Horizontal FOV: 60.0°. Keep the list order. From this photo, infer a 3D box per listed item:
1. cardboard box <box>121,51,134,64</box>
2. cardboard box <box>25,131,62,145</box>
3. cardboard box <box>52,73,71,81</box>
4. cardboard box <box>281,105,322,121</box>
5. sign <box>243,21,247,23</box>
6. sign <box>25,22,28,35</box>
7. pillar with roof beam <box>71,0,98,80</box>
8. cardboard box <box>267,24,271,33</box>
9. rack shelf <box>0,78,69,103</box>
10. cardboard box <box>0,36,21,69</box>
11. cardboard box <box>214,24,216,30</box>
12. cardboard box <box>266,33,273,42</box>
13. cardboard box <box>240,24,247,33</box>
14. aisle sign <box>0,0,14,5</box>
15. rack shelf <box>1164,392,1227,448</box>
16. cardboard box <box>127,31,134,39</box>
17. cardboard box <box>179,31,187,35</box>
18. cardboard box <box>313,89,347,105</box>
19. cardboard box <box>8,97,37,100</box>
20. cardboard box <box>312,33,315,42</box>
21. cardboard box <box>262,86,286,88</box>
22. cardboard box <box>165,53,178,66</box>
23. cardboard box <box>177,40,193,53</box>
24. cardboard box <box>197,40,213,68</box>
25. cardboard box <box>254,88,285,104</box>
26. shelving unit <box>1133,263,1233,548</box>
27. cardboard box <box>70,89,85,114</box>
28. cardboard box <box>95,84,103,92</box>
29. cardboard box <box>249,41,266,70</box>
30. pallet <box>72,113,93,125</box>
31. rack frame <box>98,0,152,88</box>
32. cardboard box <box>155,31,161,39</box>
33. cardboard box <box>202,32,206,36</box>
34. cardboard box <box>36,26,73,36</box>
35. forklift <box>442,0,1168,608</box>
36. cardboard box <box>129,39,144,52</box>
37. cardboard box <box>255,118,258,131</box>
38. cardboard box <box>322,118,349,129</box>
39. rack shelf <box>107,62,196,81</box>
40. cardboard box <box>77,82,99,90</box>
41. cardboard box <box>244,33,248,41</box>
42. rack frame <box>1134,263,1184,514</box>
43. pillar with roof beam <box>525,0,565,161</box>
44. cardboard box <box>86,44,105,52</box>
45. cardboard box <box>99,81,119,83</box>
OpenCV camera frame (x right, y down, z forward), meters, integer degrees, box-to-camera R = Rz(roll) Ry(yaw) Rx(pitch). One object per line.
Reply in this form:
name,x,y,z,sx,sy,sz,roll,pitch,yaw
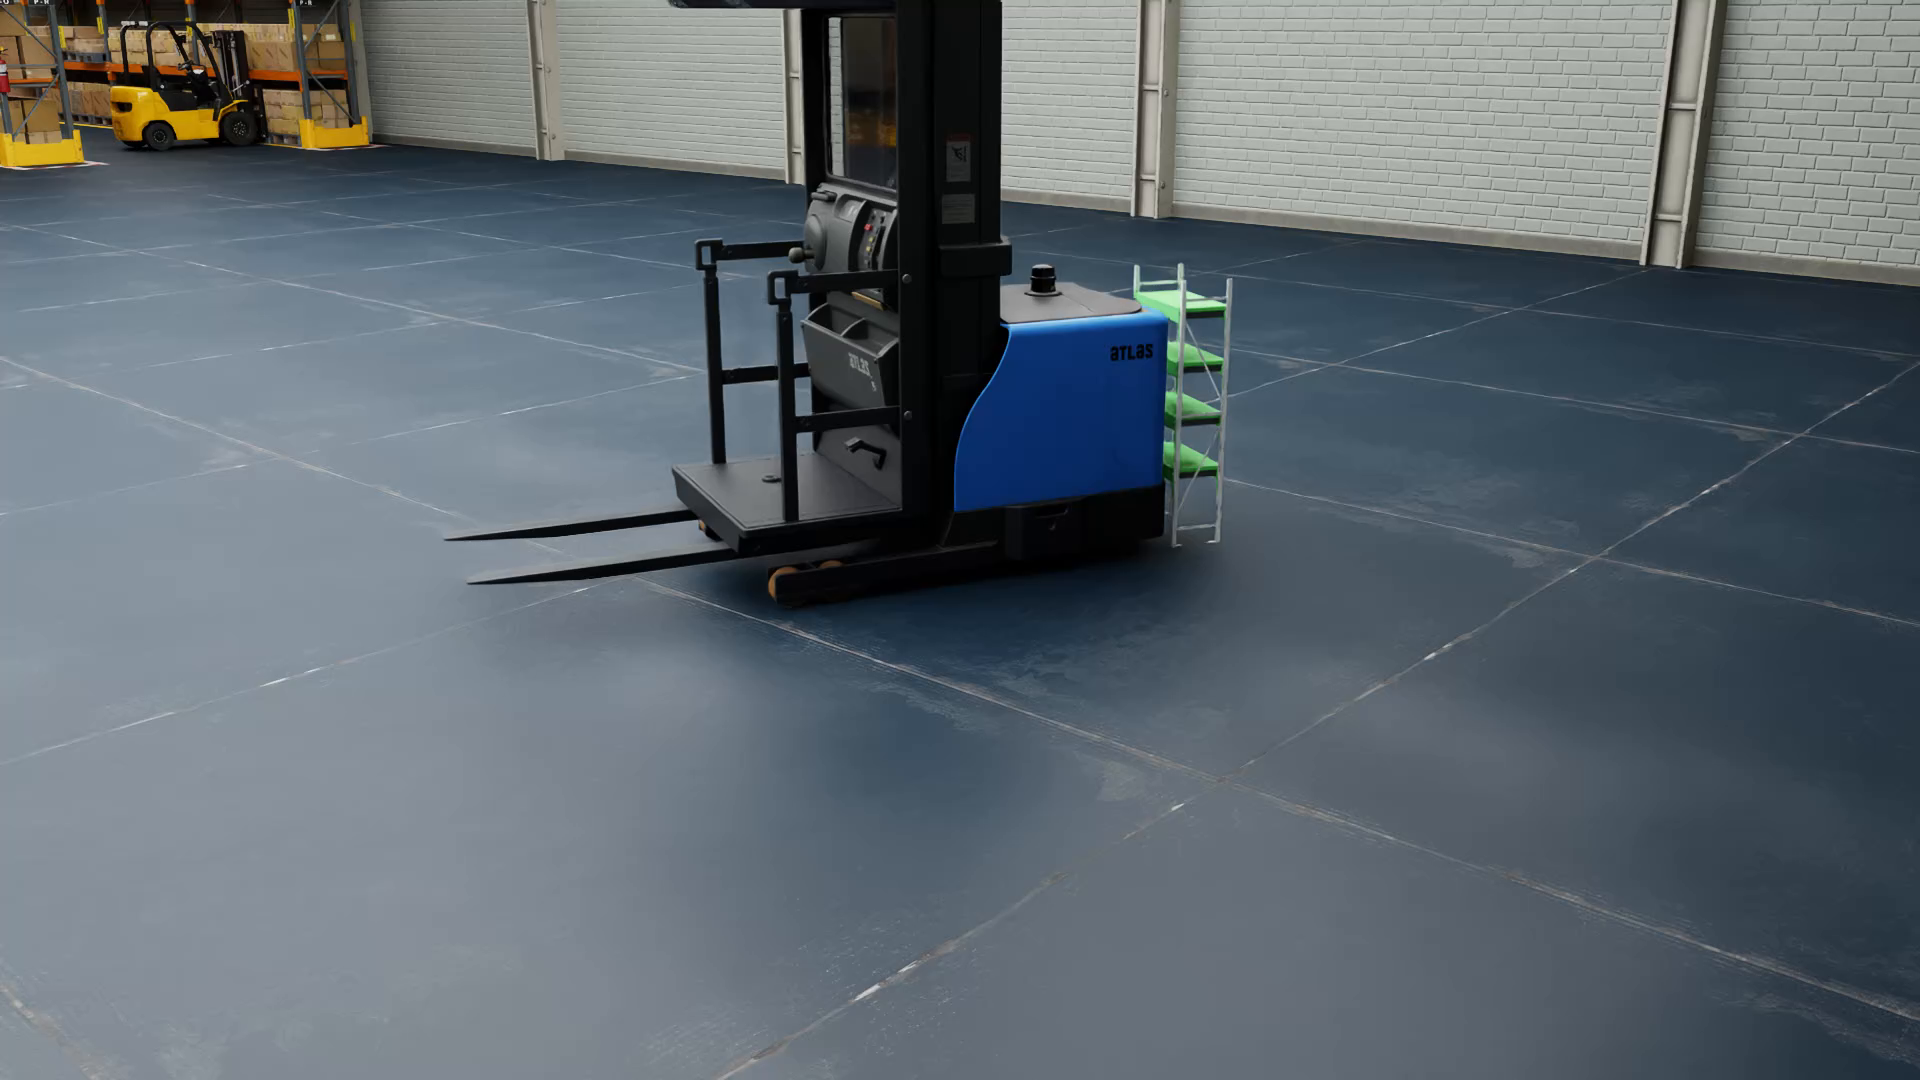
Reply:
cardboard box,-16.713,-9.827,33.866,0.500,0.250,0.500,14,23,38
cardboard box,-14.984,-6.529,27.077,0.500,0.250,0.500,15,23,39
cardboard box,-19.929,-10.234,36.775,0.250,0.149,0.380,14,22,37
cardboard box,-11.843,-7.694,29.920,0.500,0.250,0.500,15,23,39
sign,-13.896,-9.918,32.343,0.005,0.325,0.100,15,23,39
sign,-20.602,-11.237,36.628,0.005,0.325,0.100,15,23,39
pillar with roof beam,-23.027,-13.177,34.257,0.400,9.000,9.100,15,23,39
cardboard box,-12.235,-9.217,29.967,0.250,0.149,0.380,15,23,40
rack shelf,-16.060,-7.474,27.392,4.000,0.370,1.077,15,23,39
cardboard box,-15.153,-7.651,26.104,0.500,0.500,0.500,15,23,38
cardboard box,-13.770,-9.628,31.262,0.250,0.149,0.380,14,23,38
cardboard box,-12.259,-9.065,29.978,0.250,0.149,0.380,15,23,39
cardboard box,-13.008,-9.423,30.614,0.250,0.149,0.380,15,23,39
aisle sign,-14.710,-8.576,25.378,0.004,0.787,0.394,15,23,39
rack shelf,0.991,-0.560,7.604,0.258,0.148,0.480,-6,19,-18
cardboard box,-16.599,-10.223,33.626,0.250,0.149,0.380,15,23,40
cardboard box,-14.872,-9.765,32.184,0.250,0.149,0.380,15,23,38
cardboard box,-11.506,-8.044,30.199,0.500,0.250,0.500,15,23,38
cardboard box,-15.396,-6.995,27.306,0.500,0.500,0.500,14,22,37
cardboard box,-11.580,-9.058,29.956,0.250,0.149,0.380,15,23,39
cardboard box,-13.009,-8.450,31.477,0.500,0.250,0.500,15,23,40
cardboard box,-15.194,-9.412,32.558,0.500,0.250,0.500,15,23,39
cardboard box,-14.801,-9.550,32.165,0.500,0.250,0.500,14,23,38
cardboard box,-14.105,-9.241,31.607,0.500,0.500,0.500,14,22,38
cardboard box,-12.593,-8.127,30.460,0.500,0.250,0.500,15,23,40
shelving unit,0.991,-0.621,7.585,0.258,1.200,0.503,-6,19,-18
cardboard box,-18.876,-9.498,36.017,0.500,0.500,0.500,14,22,37
cardboard box,-18.018,-9.553,35.119,0.250,0.149,0.380,14,22,36
cardboard box,-12.580,-8.835,30.326,0.500,0.500,0.500,14,23,38
pallet,-18.697,-9.219,36.313,1.213,0.211,1.003,15,23,39
rack frame,-17.255,-10.145,34.620,0.127,3.000,1.000,15,23,39
cardboard box,-15.642,-9.967,32.821,0.250,0.149,0.380,15,23,40
cardboard box,-14.200,-9.575,31.587,0.250,0.149,0.380,15,23,38
cardboard box,-19.647,-10.944,36.279,0.500,0.500,0.700,15,23,40
forklift,-0.645,-1.302,6.867,3.031,2.935,1.130,-8,19,-23
cardboard box,-16.333,-9.958,33.450,0.500,0.250,0.500,14,23,38
cardboard box,-12.970,-7.755,30.940,0.500,0.250,0.500,16,24,41
cardboard box,-11.509,-7.571,30.361,0.500,0.250,0.500,15,23,39
rack shelf,-15.760,-9.401,33.463,4.000,0.370,1.077,15,23,39
cardboard box,-18.766,-9.777,35.827,0.250,0.149,0.380,14,22,37
cardboard box,-13.057,-9.260,30.594,0.250,0.149,0.380,14,23,38
rack frame,0.914,-0.691,7.806,0.240,1.200,0.015,-6,19,-18
pillar with roof beam,-9.564,-9.563,22.869,0.400,9.000,9.100,15,23,39
cardboard box,-18.001,-10.271,34.736,0.250,0.149,0.380,16,23,40
cardboard box,-18.615,-9.950,36.370,0.250,0.149,0.380,14,22,37
